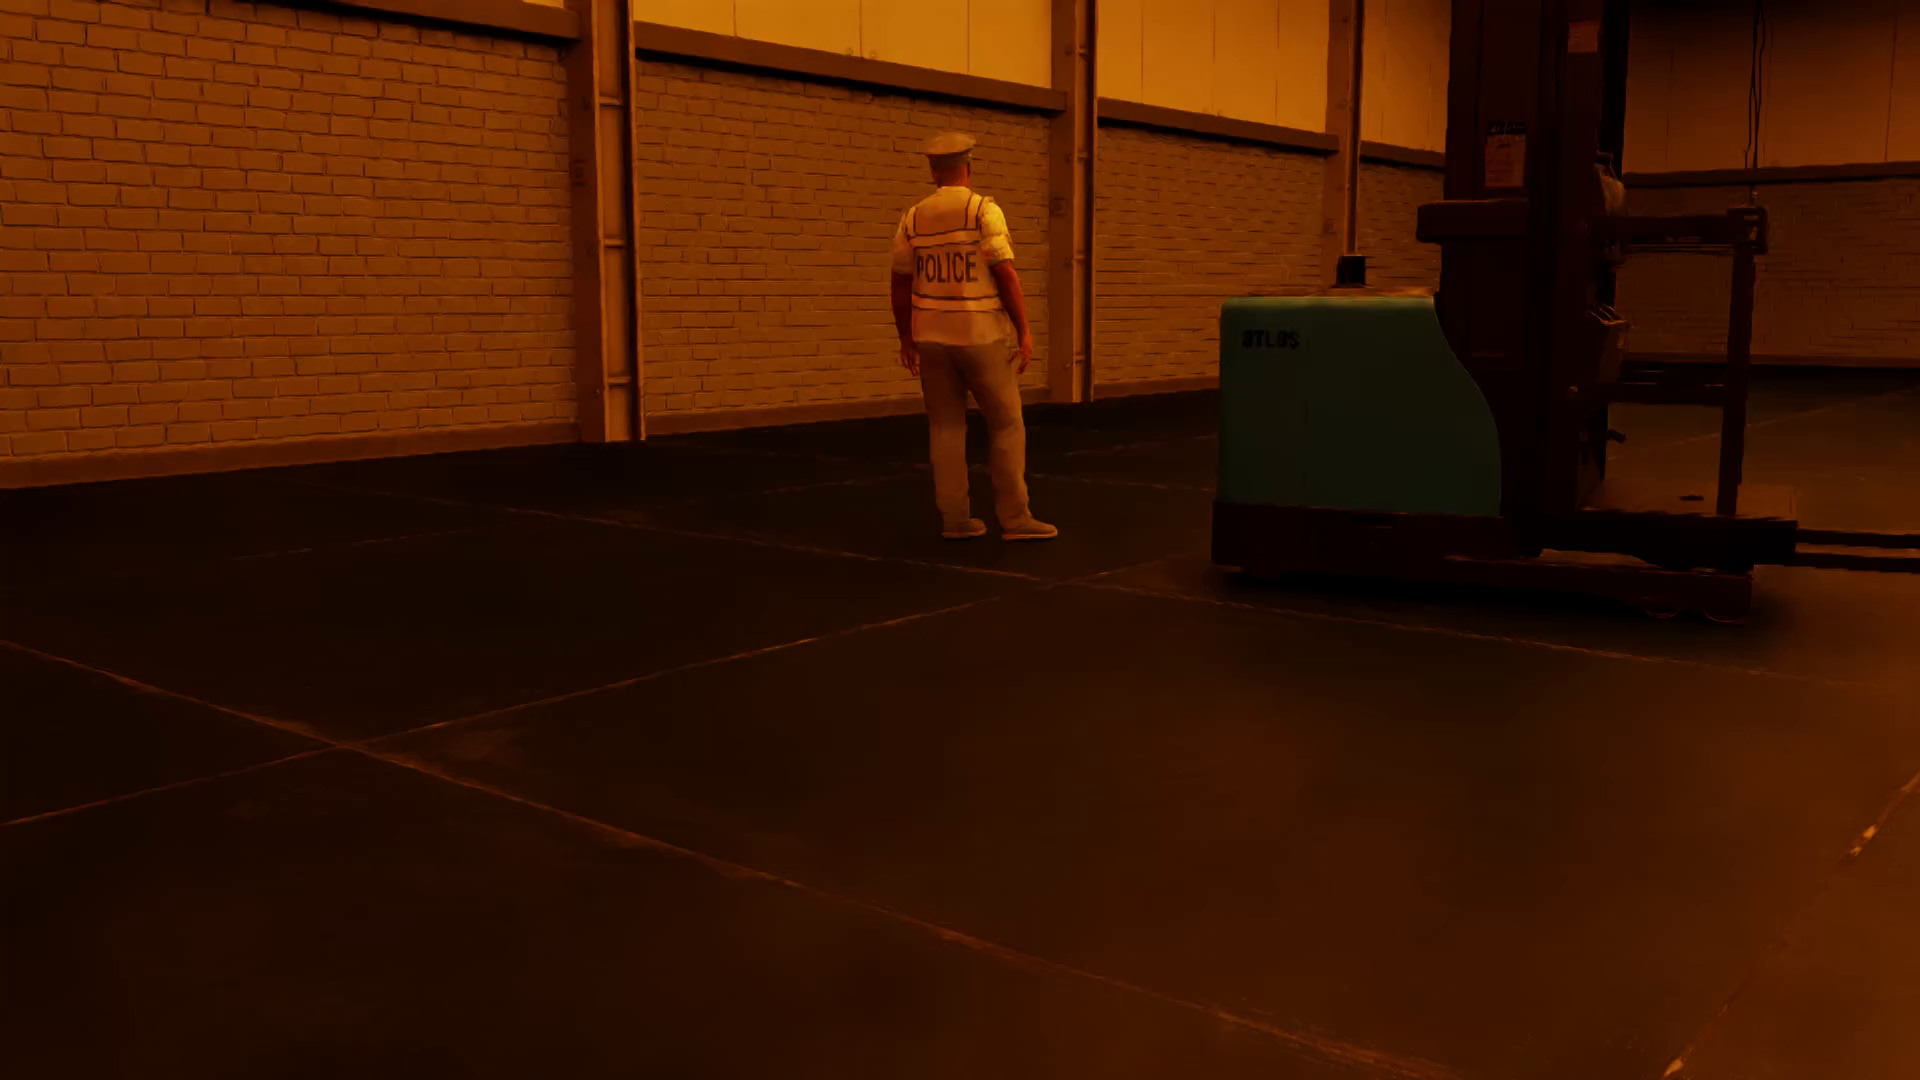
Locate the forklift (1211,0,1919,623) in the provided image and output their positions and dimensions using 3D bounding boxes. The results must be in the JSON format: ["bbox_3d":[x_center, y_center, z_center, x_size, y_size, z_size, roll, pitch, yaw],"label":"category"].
[{"bbox_3d":[2.516,-1.262,5.904,3.031,2.935,1.130,4,9,26],"label":"forklift"}]

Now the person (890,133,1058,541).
[{"bbox_3d":[0.045,-0.887,7.332,0.696,1.780,0.491,4,9,24],"label":"person"}]
